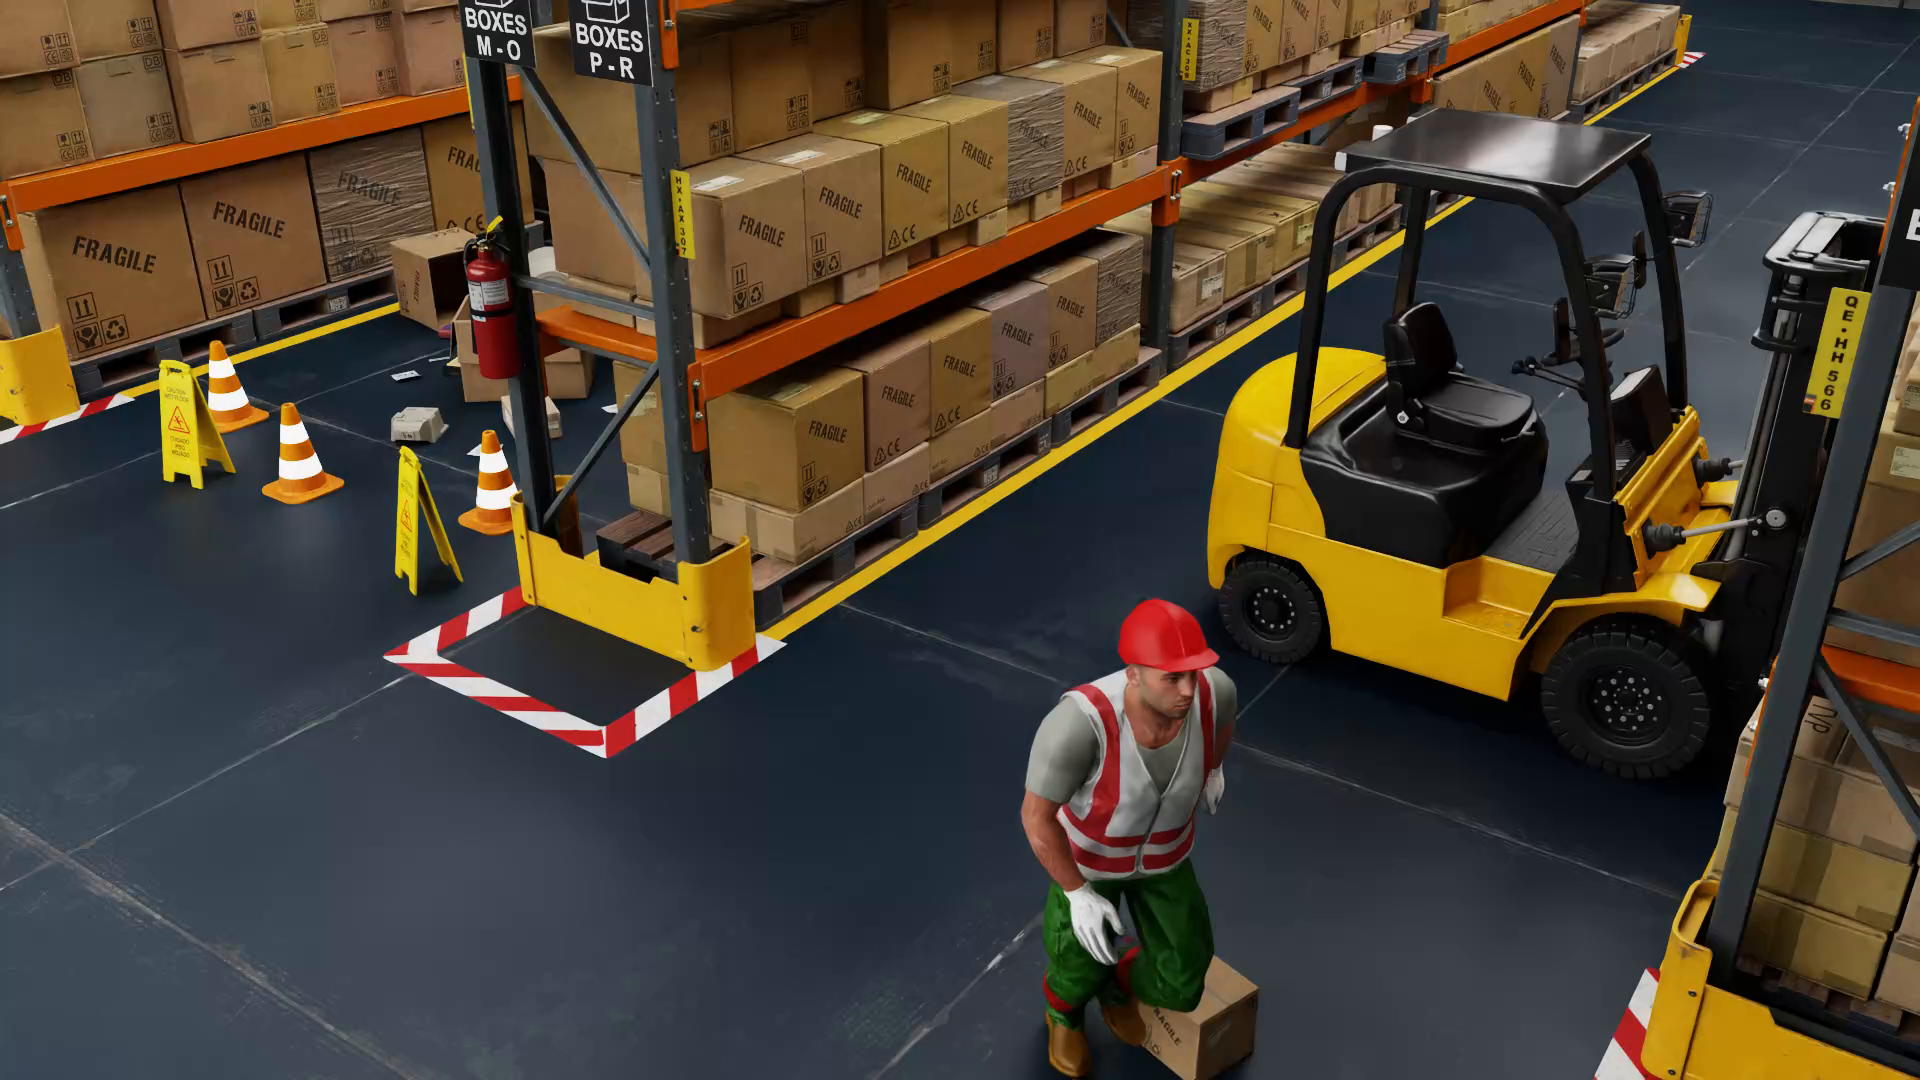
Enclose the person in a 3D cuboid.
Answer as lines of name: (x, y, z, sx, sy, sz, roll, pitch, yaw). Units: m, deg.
person: (0.473, 0.841, 4.521, 0.700, 1.690, 0.647, -7, 27, -13)
